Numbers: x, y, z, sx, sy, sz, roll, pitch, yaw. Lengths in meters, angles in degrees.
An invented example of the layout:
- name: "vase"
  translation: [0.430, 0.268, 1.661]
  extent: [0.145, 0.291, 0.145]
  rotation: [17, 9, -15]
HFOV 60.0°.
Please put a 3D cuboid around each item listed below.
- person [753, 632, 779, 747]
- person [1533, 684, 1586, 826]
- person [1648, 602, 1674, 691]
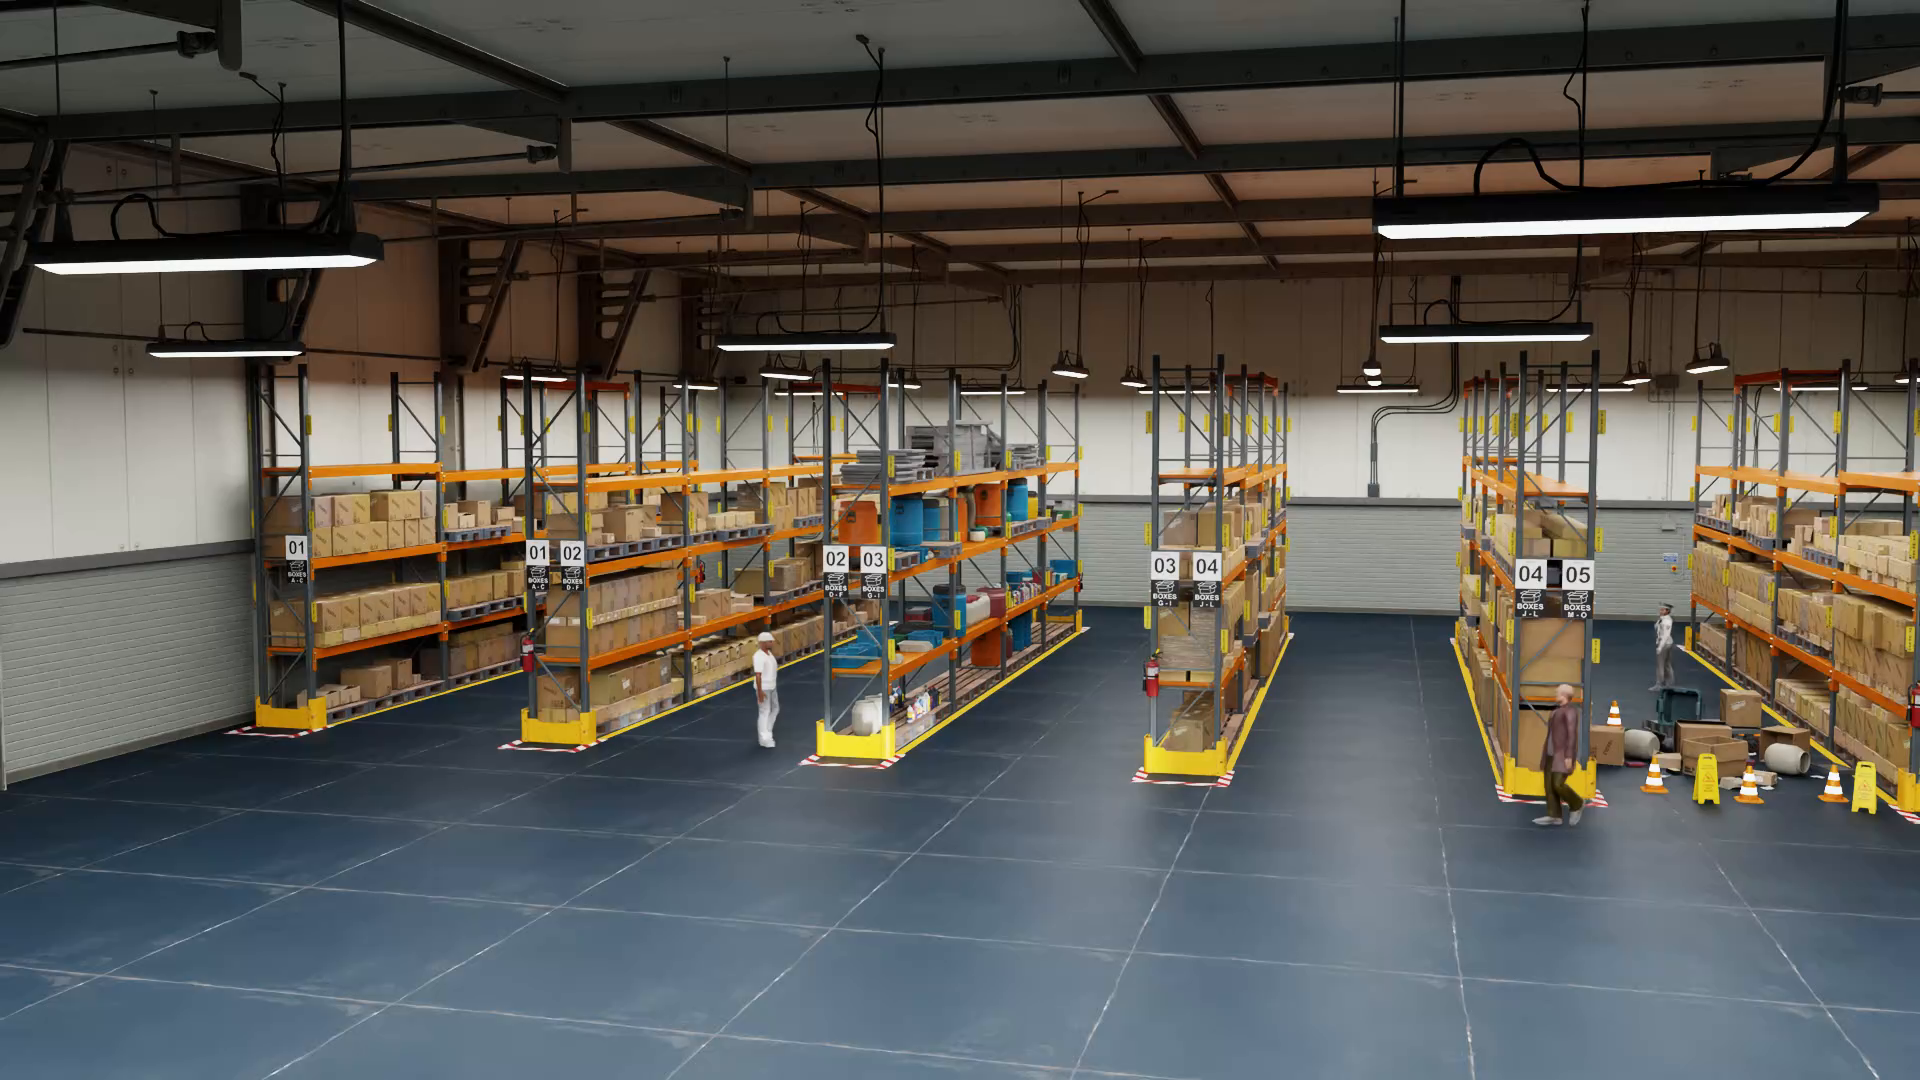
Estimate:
- name: "person"
  translation: [-3.028, 2.363, 26.010]
  extent: [0.381, 1.841, 0.634]
  rotation: [1, 4, 14]
- name: "person"
  translation: [7.501, 2.673, 20.669]
  extent: [0.579, 1.771, 0.558]
  rotation: [-2, 4, -25]
- name: "person"
  translation: [13.229, 2.014, 31.314]
  extent: [0.433, 1.707, 0.519]
  rotation: [2, 5, 30]
